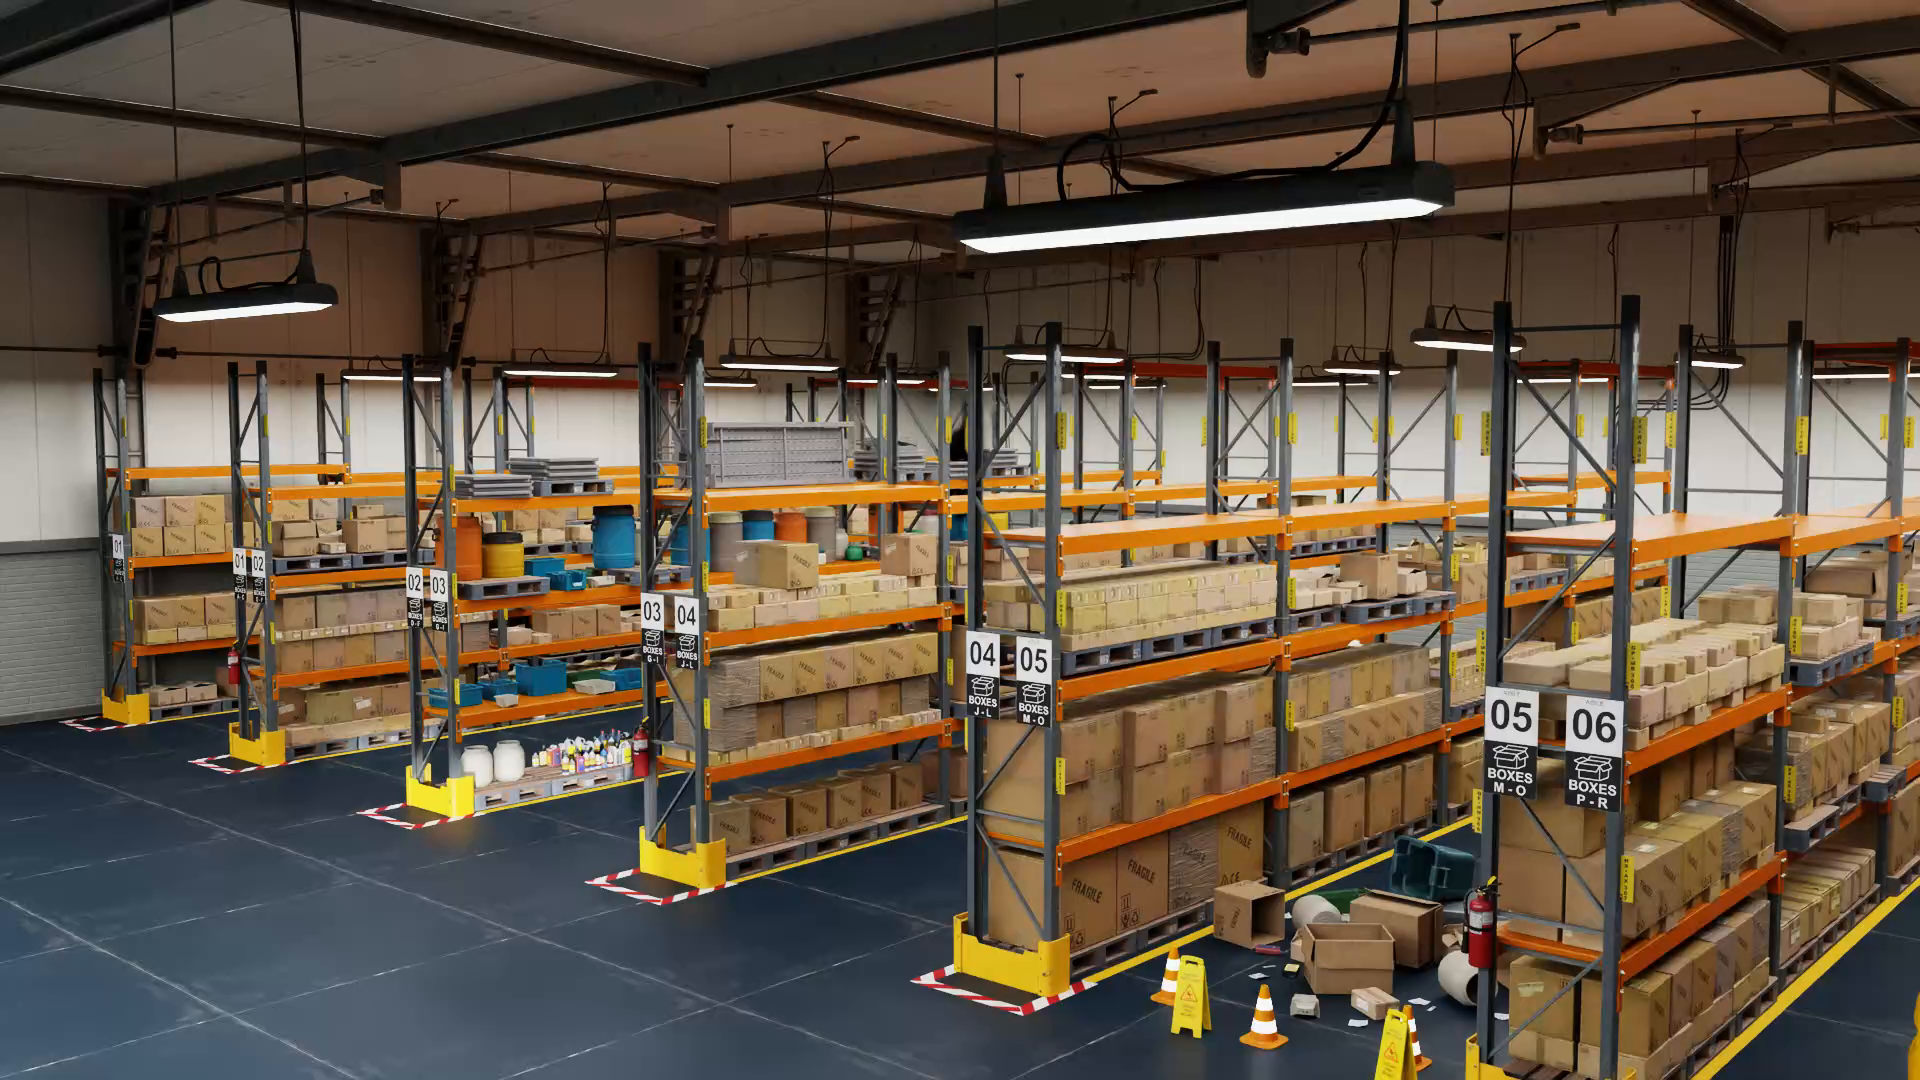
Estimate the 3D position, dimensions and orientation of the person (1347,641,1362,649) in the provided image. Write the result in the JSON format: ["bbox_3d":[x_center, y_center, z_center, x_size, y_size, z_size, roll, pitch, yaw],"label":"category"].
[{"bbox_3d":[6.082,2.415,25.640,0.669,1.733,0.760,3,5,34],"label":"person"}]
